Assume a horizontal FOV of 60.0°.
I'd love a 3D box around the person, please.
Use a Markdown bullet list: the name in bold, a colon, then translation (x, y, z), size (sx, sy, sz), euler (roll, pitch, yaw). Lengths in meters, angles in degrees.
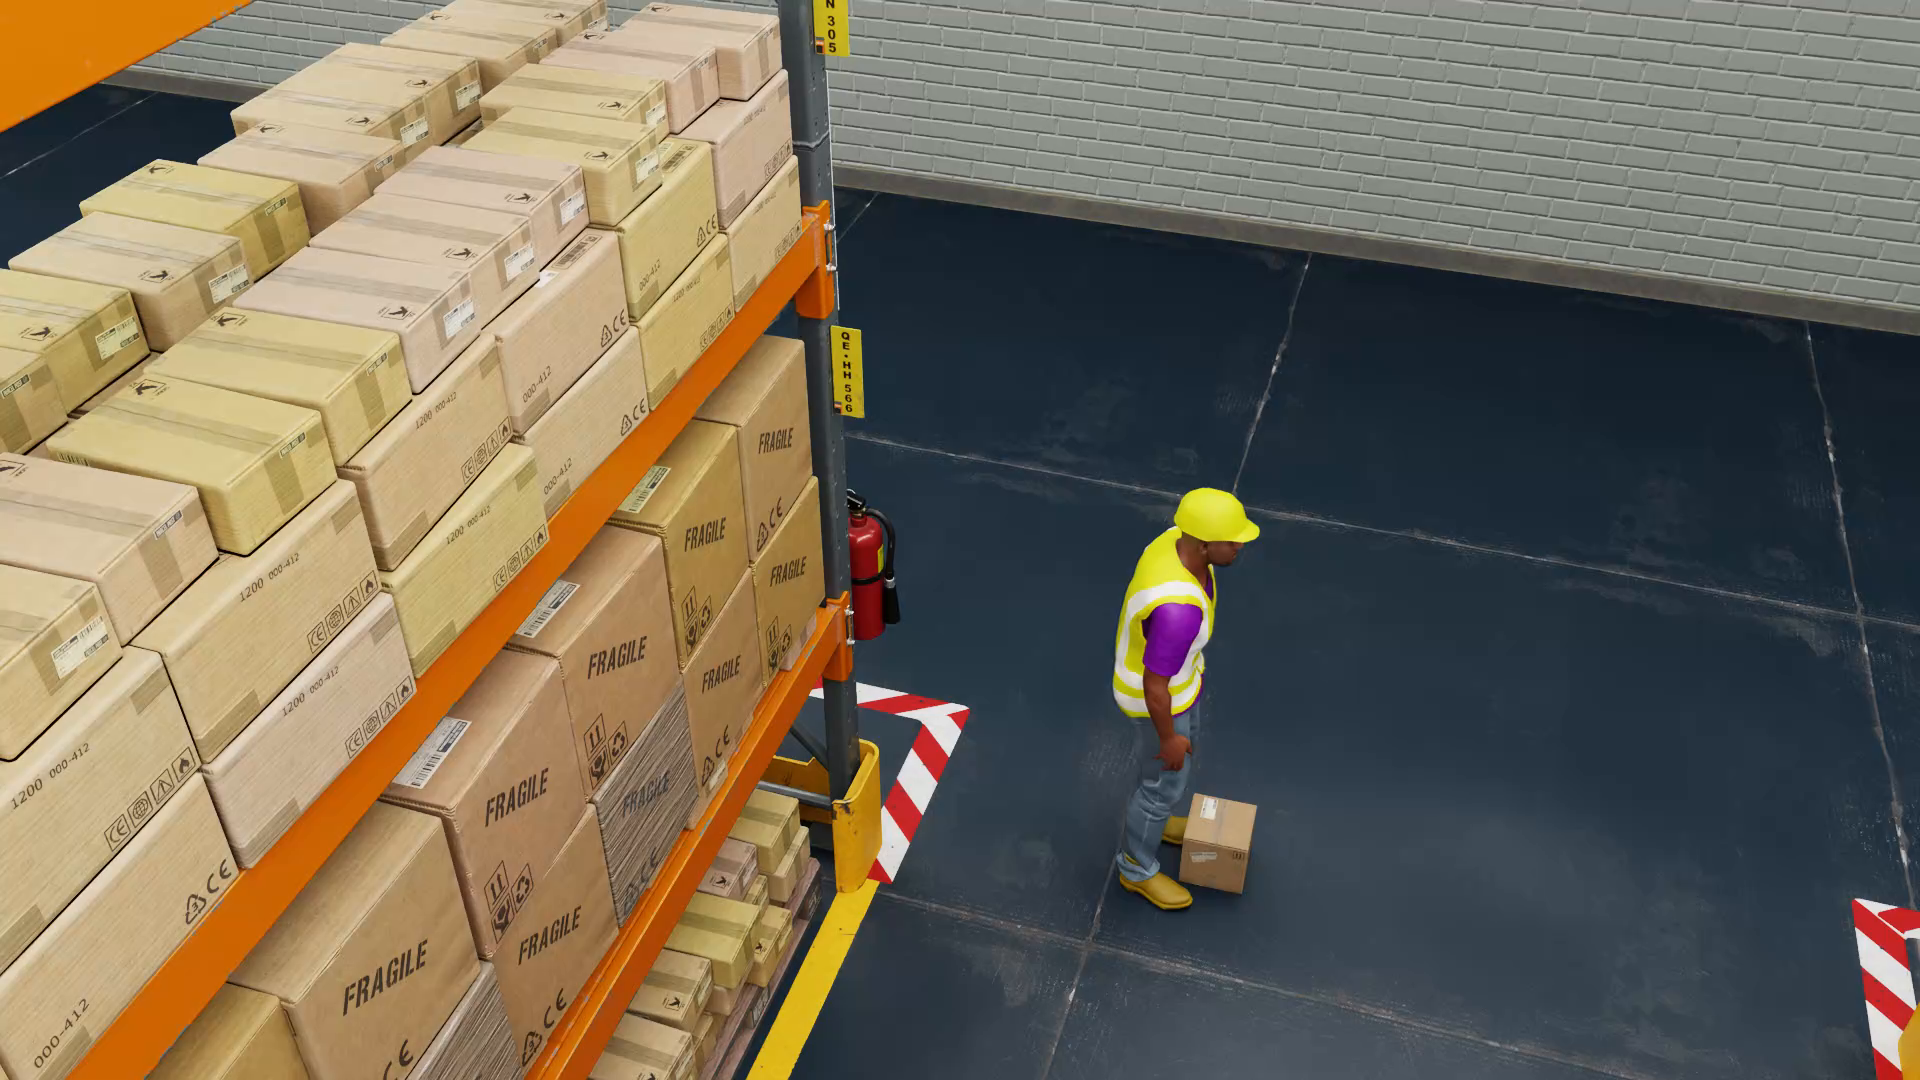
- **person**: translation (0.795, 0.548, 6.145), size (0.455, 1.761, 0.635), euler (9, 38, 11)
